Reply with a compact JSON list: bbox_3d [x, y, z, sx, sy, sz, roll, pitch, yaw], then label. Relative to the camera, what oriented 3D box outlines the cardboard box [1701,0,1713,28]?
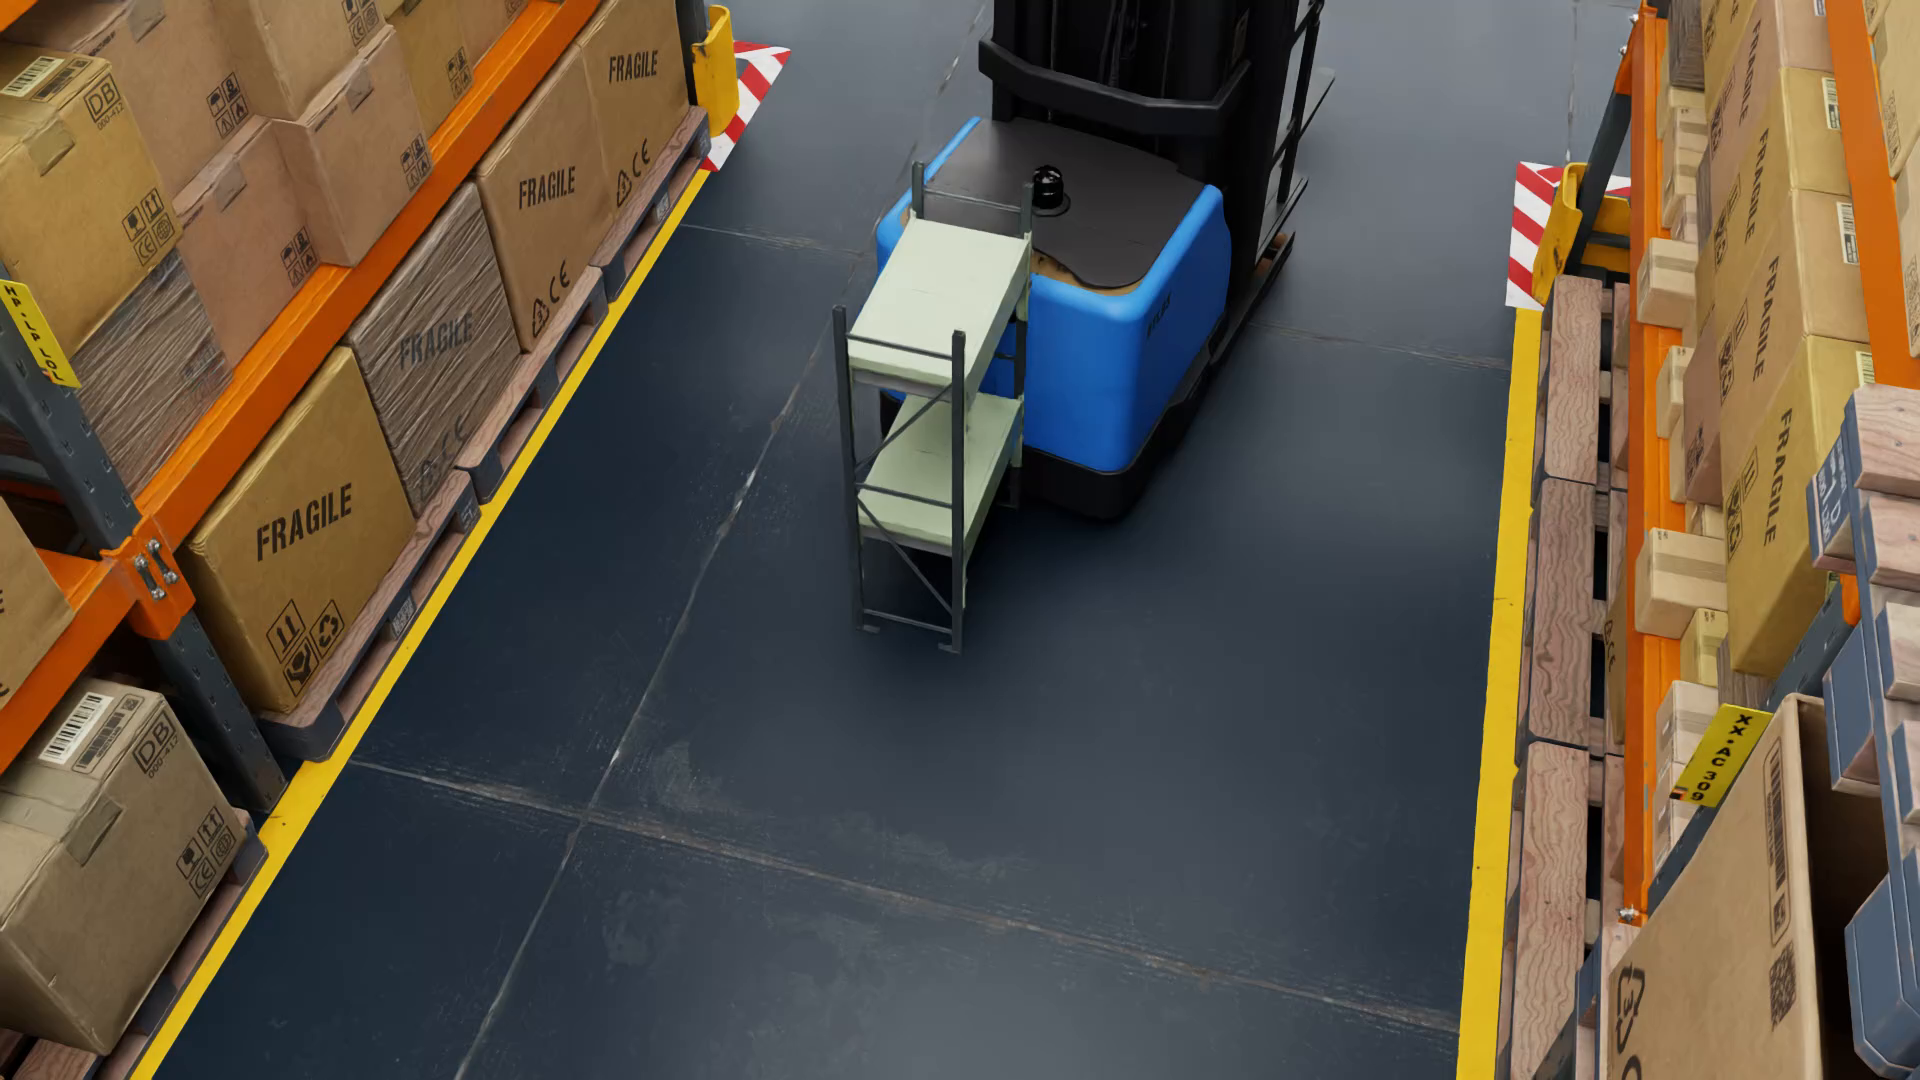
[{"bbox_3d":[2.538,-1.832,4.935,0.500,0.500,0.500,12,50,10],"label":"cardboard box"}]

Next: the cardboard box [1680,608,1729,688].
[{"bbox_3d":[2.003,0.341,4.116,0.380,0.149,0.250,12,50,10],"label":"cardboard box"}]

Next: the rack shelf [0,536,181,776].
[{"bbox_3d":[-3.254,1.452,3.448,1.077,0.370,4.000,12,50,10],"label":"rack shelf"}]

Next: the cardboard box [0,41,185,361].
[{"bbox_3d":[-2.597,-0.900,4.223,0.875,0.550,0.550,12,50,10],"label":"cardboard box"}]

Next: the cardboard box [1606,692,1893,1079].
[{"bbox_3d":[1.687,1.028,2.661,1.000,1.000,1.000,12,50,10],"label":"cardboard box"}]

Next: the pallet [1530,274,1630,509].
[{"bbox_3d":[2.816,-0.516,6.565,1.003,0.211,1.213,12,50,10],"label":"pallet"}]

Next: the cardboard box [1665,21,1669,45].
[{"bbox_3d":[2.779,-1.832,6.034,0.380,0.149,0.250,12,50,10],"label":"cardboard box"}]

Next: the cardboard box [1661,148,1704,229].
[{"bbox_3d":[2.496,-1.113,5.399,0.380,0.149,0.250,12,50,10],"label":"cardboard box"}]

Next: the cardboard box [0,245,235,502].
[{"bbox_3d":[-2.642,-0.552,4.636,0.875,0.550,0.550,12,50,10],"label":"cardboard box"}]

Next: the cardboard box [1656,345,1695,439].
[{"bbox_3d":[2.213,-0.394,4.764,0.380,0.149,0.250,12,50,10],"label":"cardboard box"}]

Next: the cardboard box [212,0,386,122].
[{"bbox_3d":[-2.290,-1.684,4.916,0.875,0.550,0.550,12,50,10],"label":"cardboard box"}]

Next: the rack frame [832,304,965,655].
[{"bbox_3d":[-0.181,-0.141,5.373,0.400,1.500,0.023,13,50,11],"label":"rack frame"}]

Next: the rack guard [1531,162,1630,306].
[{"bbox_3d":[3.064,-1.192,6.969,1.175,0.500,0.348,12,50,10],"label":"rack guard"}]

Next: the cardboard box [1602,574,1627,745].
[{"bbox_3d":[2.406,0.345,5.332,0.500,0.500,0.500,8,49,7],"label":"cardboard box"}]

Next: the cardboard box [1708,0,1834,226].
[{"bbox_3d":[2.282,-1.108,4.295,0.500,0.500,0.500,12,50,10],"label":"cardboard box"}]

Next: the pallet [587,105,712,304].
[{"bbox_3d":[-1.810,-1.610,7.530,1.003,0.211,1.213,12,50,10],"label":"pallet"}]

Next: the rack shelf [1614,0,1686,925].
[{"bbox_3d":[2.558,-0.390,5.073,1.077,0.370,4.000,12,50,10],"label":"rack shelf"}]

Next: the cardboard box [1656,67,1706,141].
[{"bbox_3d":[2.614,-1.477,5.721,0.380,0.149,0.250,12,50,10],"label":"cardboard box"}]

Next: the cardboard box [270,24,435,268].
[{"bbox_3d":[-2.263,-1.322,5.316,0.875,0.550,0.550,12,50,10],"label":"cardboard box"}]

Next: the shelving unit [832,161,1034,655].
[{"bbox_3d":[-0.073,-0.403,5.604,0.431,1.500,0.755,13,50,11],"label":"shelving unit"}]

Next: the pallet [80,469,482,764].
[{"bbox_3d":[-2.452,0.155,5.972,1.003,0.211,1.213,12,50,10],"label":"pallet"}]

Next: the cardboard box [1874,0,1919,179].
[{"bbox_3d":[2.047,-0.881,3.126,0.500,0.250,0.500,13,50,11],"label":"cardboard box"}]

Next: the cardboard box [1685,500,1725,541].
[{"bbox_3d":[2.154,-0.017,4.432,0.380,0.149,0.250,12,50,10],"label":"cardboard box"}]

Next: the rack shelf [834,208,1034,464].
[{"bbox_3d":[-0.071,-0.661,5.311,0.431,0.370,0.720,13,50,11],"label":"rack shelf"}]

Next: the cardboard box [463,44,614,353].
[{"bbox_3d":[-2.019,-1.422,6.641,0.875,0.875,0.875,11,49,9],"label":"cardboard box"}]

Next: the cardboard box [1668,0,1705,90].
[{"bbox_3d":[2.913,-1.814,5.585,0.875,0.500,0.500,12,50,10],"label":"cardboard box"}]

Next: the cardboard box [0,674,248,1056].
[{"bbox_3d":[-2.804,0.839,4.729,1.050,0.750,0.750,11,50,10],"label":"cardboard box"}]

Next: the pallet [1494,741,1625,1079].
[{"bbox_3d":[2.174,1.249,5.007,1.003,0.211,1.213,12,50,10],"label":"pallet"}]

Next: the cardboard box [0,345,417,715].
[{"bbox_3d":[-2.494,-0.110,5.484,0.875,0.875,0.875,12,50,11],"label":"cardboard box"}]

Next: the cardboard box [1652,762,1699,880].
[{"bbox_3d":[1.804,0.688,3.809,0.380,0.149,0.250,12,50,10],"label":"cardboard box"}]

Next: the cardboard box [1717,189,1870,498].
[{"bbox_3d":[2.014,-0.385,3.657,0.500,0.500,0.500,12,50,10],"label":"cardboard box"}]

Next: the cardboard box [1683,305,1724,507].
[{"bbox_3d":[2.409,-0.362,4.304,0.875,0.500,0.500,12,50,10],"label":"cardboard box"}]

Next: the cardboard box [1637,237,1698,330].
[{"bbox_3d":[2.291,-0.766,5.093,0.380,0.149,0.250,12,50,10],"label":"cardboard box"}]

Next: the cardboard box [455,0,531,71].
[{"bbox_3d":[-2.121,-2.116,6.017,0.875,0.550,0.550,12,50,10],"label":"cardboard box"}]

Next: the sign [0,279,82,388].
[{"bbox_3d":[-2.201,-0.490,3.962,0.100,0.325,0.005,12,50,10],"label":"sign"}]

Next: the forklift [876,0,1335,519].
[{"bbox_3d":[0.806,-2.165,6.206,1.130,2.935,3.031,21,52,17],"label":"forklift"}]

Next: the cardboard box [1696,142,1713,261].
[{"bbox_3d":[2.724,-1.075,4.933,0.875,0.500,0.500,12,50,10],"label":"cardboard box"}]

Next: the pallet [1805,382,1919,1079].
[{"bbox_3d":[1.766,0.314,2.097,1.213,0.211,1.003,12,50,10],"label":"pallet"}]

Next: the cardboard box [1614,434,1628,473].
[{"bbox_3d":[2.779,-0.499,6.077,0.500,0.500,0.500,24,53,20],"label":"cardboard box"}]

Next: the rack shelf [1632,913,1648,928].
[{"bbox_3d":[1.505,2.504,2.520,1.077,0.370,4.000,12,50,10],"label":"rack shelf"}]

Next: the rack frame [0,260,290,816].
[{"bbox_3d":[-2.727,-0.233,4.455,1.000,3.000,0.127,12,50,10],"label":"rack frame"}]
